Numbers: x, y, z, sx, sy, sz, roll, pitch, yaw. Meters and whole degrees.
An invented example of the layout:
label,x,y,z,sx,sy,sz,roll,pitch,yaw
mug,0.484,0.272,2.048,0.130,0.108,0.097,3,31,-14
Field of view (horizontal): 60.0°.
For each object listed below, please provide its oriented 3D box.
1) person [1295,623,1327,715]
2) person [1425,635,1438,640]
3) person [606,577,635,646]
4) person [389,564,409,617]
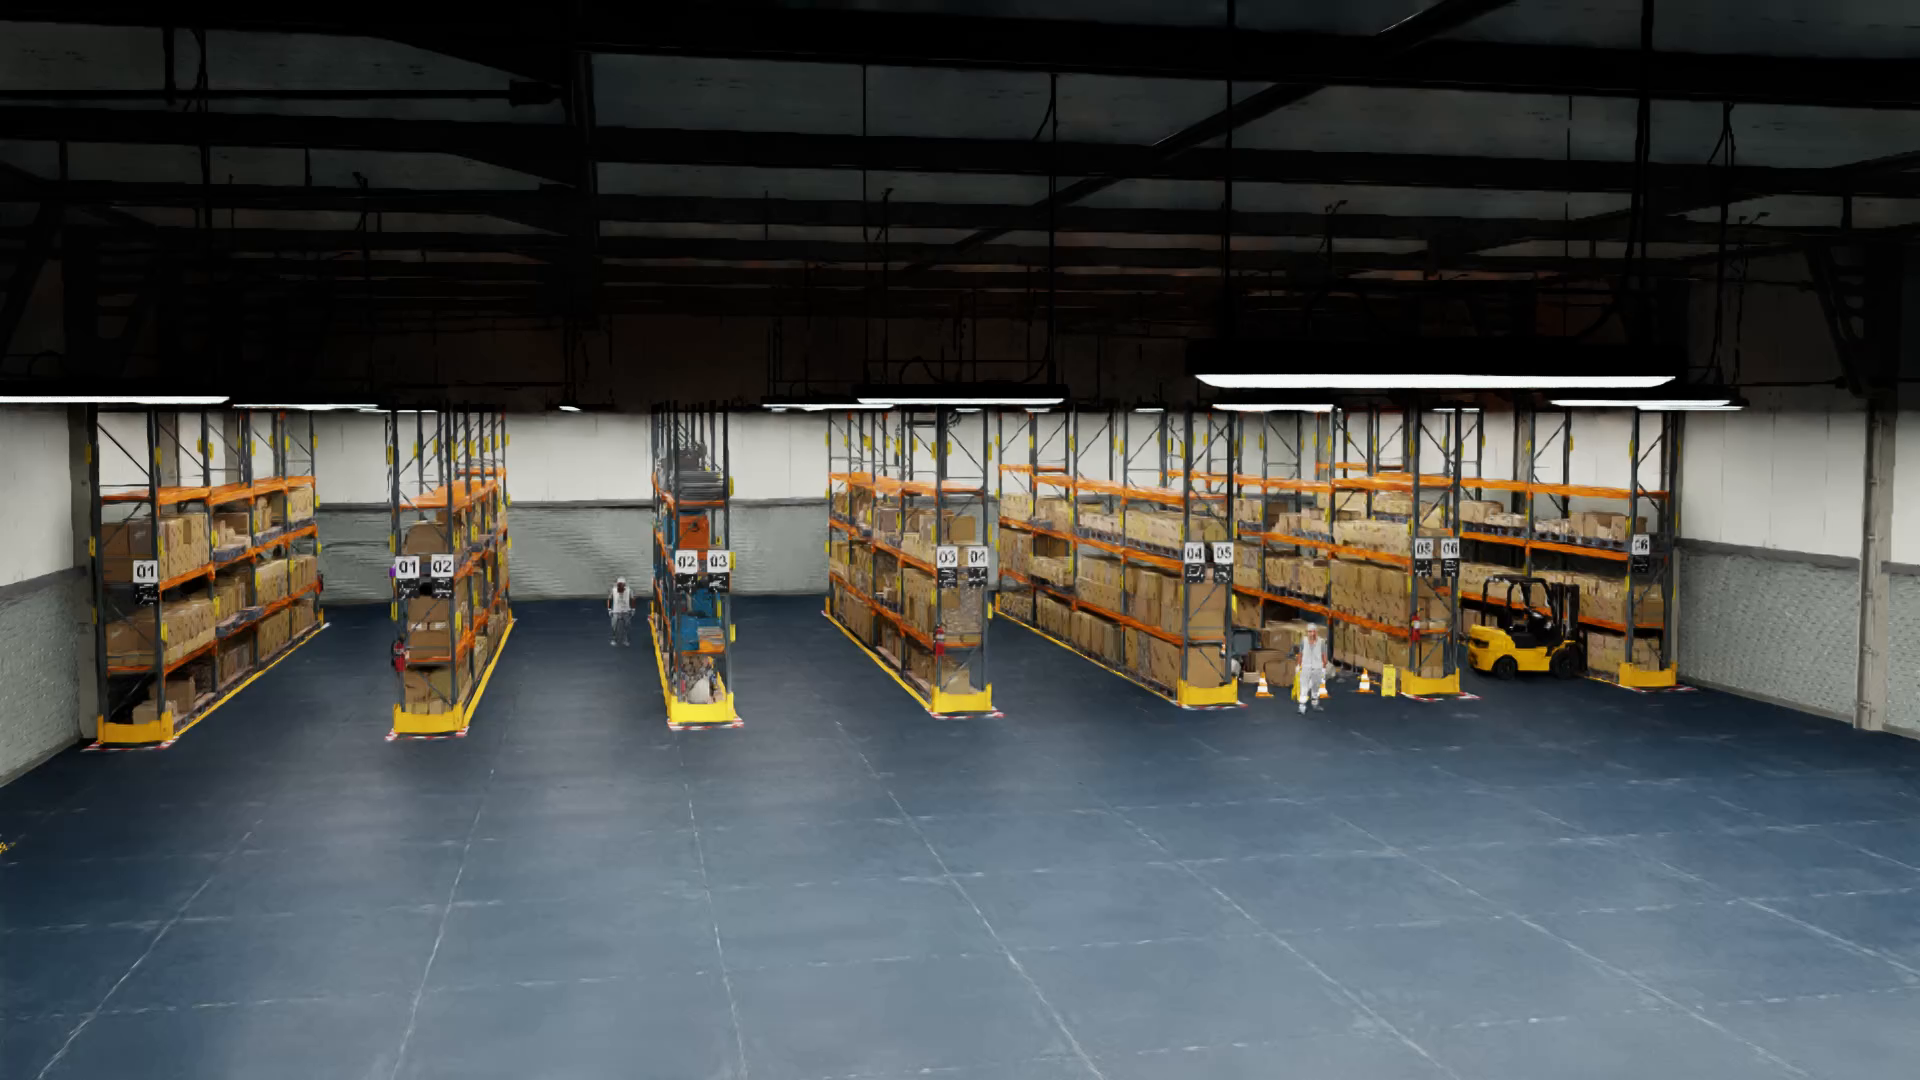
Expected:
label,x,y,z,sx,sy,sz,roll,pitch,yaw
person,6.728,2.452,31.856,0.591,1.744,0.958,1,4,11
person,10.682,1.996,37.885,0.497,1.731,0.588,1,5,19
person,-8.379,1.767,41.117,0.702,1.735,0.549,-1,4,-13
person,-15.793,1.294,46.951,0.534,1.758,0.732,2,5,25
